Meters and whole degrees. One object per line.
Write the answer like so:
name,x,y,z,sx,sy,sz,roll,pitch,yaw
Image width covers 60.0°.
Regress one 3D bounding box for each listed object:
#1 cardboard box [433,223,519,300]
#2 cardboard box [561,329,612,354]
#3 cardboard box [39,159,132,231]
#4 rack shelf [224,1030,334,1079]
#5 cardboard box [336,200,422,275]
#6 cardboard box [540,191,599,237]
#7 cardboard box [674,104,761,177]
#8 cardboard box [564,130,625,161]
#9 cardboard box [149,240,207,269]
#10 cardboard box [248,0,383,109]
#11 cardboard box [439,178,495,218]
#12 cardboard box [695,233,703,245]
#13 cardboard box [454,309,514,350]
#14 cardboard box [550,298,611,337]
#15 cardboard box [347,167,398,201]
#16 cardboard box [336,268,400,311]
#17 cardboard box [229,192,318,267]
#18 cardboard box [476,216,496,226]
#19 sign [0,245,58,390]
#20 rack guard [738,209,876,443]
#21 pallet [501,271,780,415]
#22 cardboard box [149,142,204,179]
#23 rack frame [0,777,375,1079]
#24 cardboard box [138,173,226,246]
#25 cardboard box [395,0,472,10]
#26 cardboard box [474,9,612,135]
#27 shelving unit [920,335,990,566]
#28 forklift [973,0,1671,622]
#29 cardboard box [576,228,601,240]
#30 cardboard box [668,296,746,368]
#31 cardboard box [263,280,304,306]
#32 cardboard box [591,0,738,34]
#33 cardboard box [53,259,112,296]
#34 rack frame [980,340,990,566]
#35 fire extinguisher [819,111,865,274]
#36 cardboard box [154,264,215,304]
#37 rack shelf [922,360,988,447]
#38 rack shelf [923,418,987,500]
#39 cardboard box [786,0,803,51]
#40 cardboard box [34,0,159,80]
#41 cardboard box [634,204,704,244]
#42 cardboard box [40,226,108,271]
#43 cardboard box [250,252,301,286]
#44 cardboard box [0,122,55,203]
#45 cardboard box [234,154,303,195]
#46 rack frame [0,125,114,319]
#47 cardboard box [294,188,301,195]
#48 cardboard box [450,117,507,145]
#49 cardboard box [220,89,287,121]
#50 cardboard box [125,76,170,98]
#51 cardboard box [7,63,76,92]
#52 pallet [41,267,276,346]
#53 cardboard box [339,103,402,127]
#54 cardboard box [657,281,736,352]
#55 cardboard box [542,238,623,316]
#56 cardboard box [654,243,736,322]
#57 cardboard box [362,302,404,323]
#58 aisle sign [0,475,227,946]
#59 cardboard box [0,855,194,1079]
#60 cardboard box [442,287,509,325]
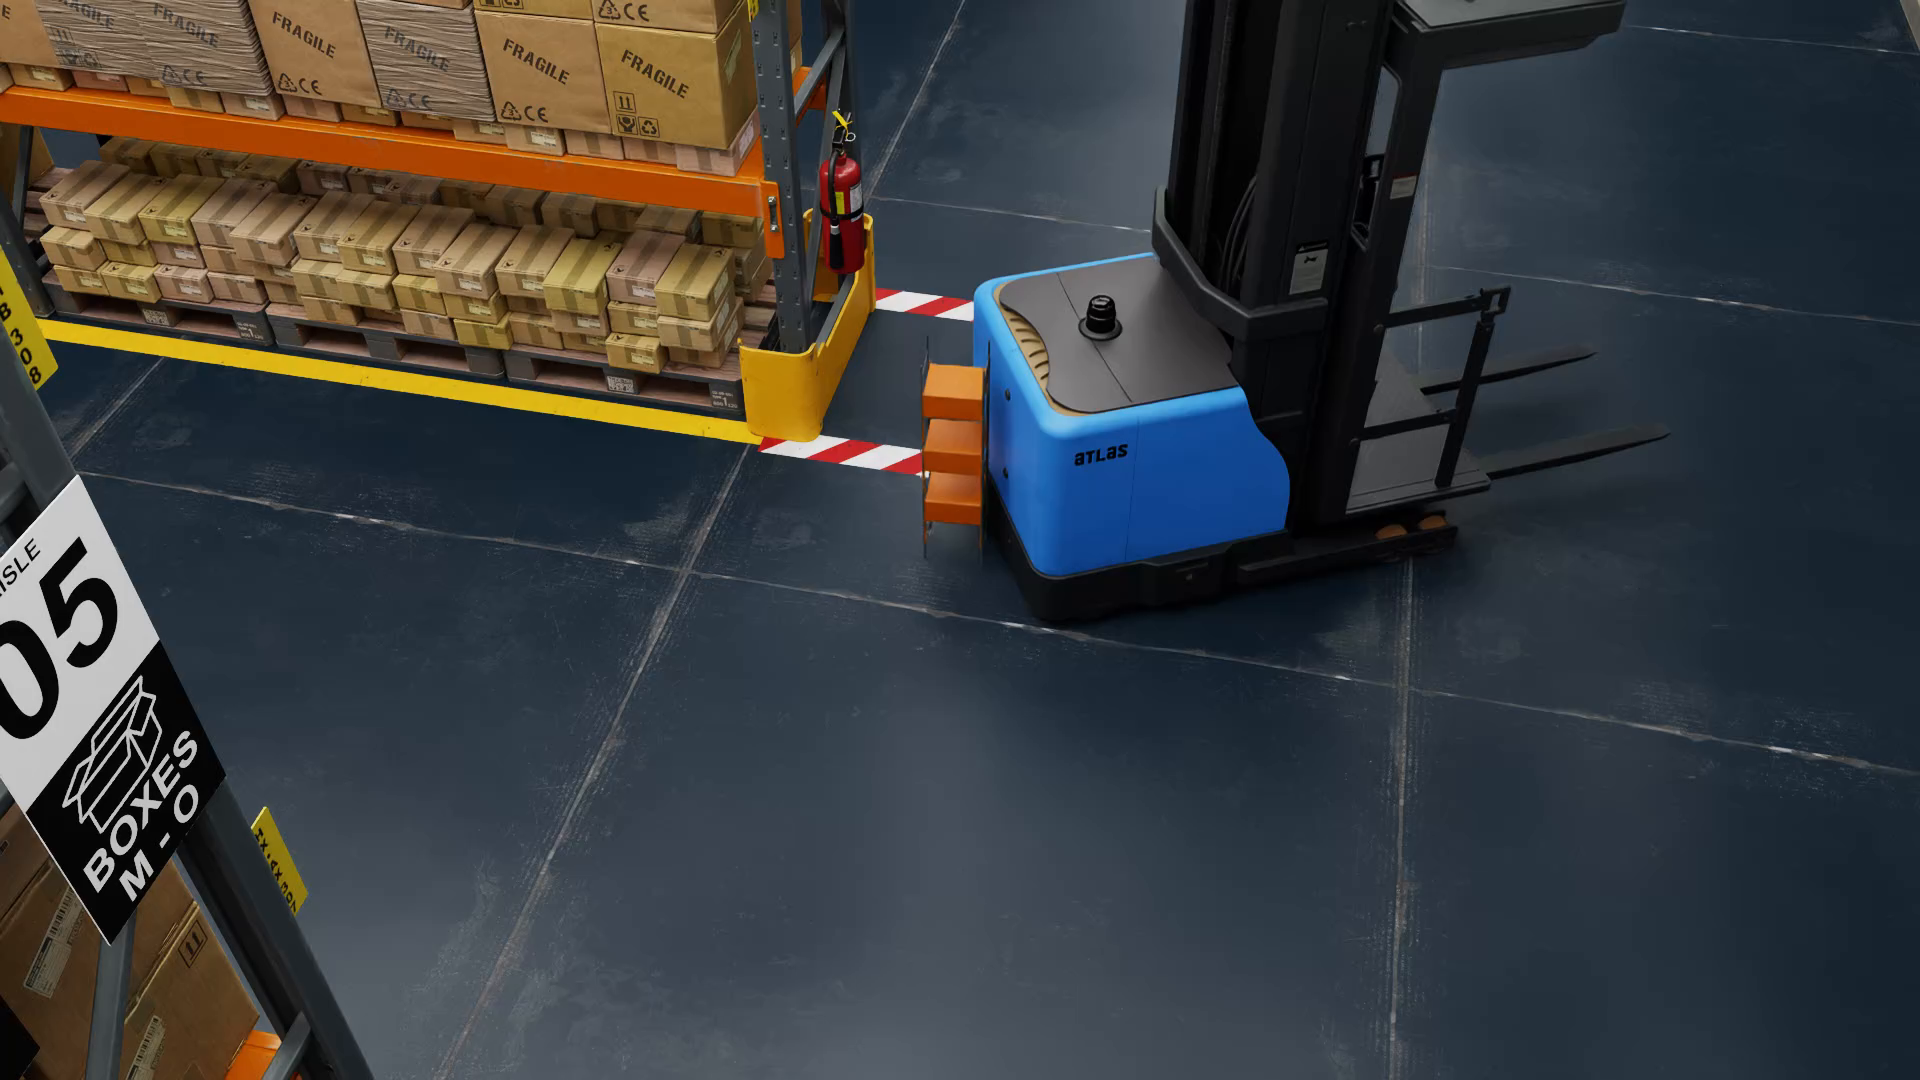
cardboard box,-2.233,-1.295,7.716,0.250,0.149,0.380,10,45,11
cardboard box,-1.706,-1.064,7.905,0.250,0.149,0.380,9,45,9
cardboard box,-4.247,-1.684,8.121,0.250,0.149,0.380,11,45,11
rack shelf,-3.568,1.389,4.122,4.000,0.370,1.077,9,45,9
cardboard box,-2.728,-1.430,7.857,0.250,0.149,0.380,9,45,9
cardboard box,-1.845,-1.647,8.082,0.250,0.149,0.380,7,44,7
cardboard box,-1.014,-1.700,6.994,0.250,0.149,0.380,9,45,9
cardboard box,-1.497,-1.791,7.089,0.250,0.149,0.380,8,45,9
cardboard box,-3.742,-1.508,8.152,0.250,0.149,0.380,9,45,9
cardboard box,-2.612,-2.204,7.050,0.500,0.500,0.500,11,45,11
cardboard box,-2.360,-1.766,8.206,0.250,0.149,0.380,9,45,10
cardboard box,-1.345,-1.496,8.140,0.250,0.149,0.380,9,45,9
cardboard box,-2.212,-1.088,7.931,0.250,0.149,0.380,7,44,7
cardboard box,-1.719,-1.128,7.757,0.250,0.149,0.380,7,44,7
cardboard box,-2.845,-1.851,8.294,0.250,0.149,0.380,7,44,8
cardboard box,-2.748,-1.272,7.907,0.250,0.149,0.380,9,45,9
cardboard box,-3.244,-1.479,7.908,0.250,0.149,0.380,10,45,10
cardboard box,-2.383,-1.575,8.222,0.250,0.149,0.380,11,45,11
sign,-1.490,-0.366,2.577,0.005,0.325,0.100,9,45,9
rack guard,-0.709,-1.043,7.933,0.348,0.500,1.175,9,45,9
pallet,-1.494,-1.086,8.186,1.213,0.211,1.003,9,45,9
cardboard box,-3.876,-1.987,8.435,0.250,0.149,0.380,9,45,10
rack frame,-1.617,1.433,3.558,0.127,3.000,1.000,9,45,9
cardboard box,-3.734,-1.597,8.030,0.250,0.149,0.380,8,45,8
cardboard box,-2.139,-2.486,6.622,0.500,0.500,0.500,11,45,11
cardboard box,-1.631,-2.051,6.891,0.500,0.500,0.500,8,45,8
shelving unit,-0.018,-0.347,6.813,0.252,1.050,0.215,5,44,5
forklift,1.617,-1.302,6.449,3.031,2.935,1.130,-11,45,-12
cardboard box,-1.829,-1.586,8.233,0.250,0.149,0.380,10,45,10
cardboard box,-1.194,-0.995,7.834,0.250,0.149,0.380,10,45,10
cardboard box,-3.210,-1.325,8.177,0.250,0.149,0.380,7,44,7
cardboard box,-1.135,-2.337,6.467,0.500,0.500,0.500,8,44,8
cardboard box,-4.253,-1.390,8.244,0.250,0.149,0.380,7,44,7
rack frame,0.103,-0.336,6.802,0.008,1.050,0.200,5,44,5
fire extinguisher,-0.489,-1.420,6.847,0.183,0.674,0.296,9,45,9
cardboard box,-3.739,-1.347,8.199,0.250,0.149,0.380,9,45,9
rack shelf,-0.018,-0.543,6.624,0.240,0.259,0.215,5,44,5
rack shelf,-0.018,-0.339,6.820,0.240,0.259,0.215,5,44,5
cardboard box,-1.012,-2.330,7.182,0.500,0.500,0.500,11,45,11
cardboard box,-3.625,-2.366,7.218,0.500,0.500,0.500,9,45,9
cardboard box,-1.367,-1.540,7.971,0.250,0.149,0.380,10,45,10
cardboard box,-4.254,-1.498,8.142,0.250,0.149,0.380,11,45,11
cardboard box,-3.216,-1.407,8.048,0.250,0.149,0.380,11,45,11
cardboard box,-5.201,-2.080,8.708,0.500,0.500,0.500,10,45,11
cardboard box,-3.395,-1.862,8.305,0.250,0.149,0.380,10,45,10
rack frame,-4.538,-2.538,7.684,0.127,3.000,1.000,9,45,9
cardboard box,-3.406,-1.771,8.426,0.250,0.149,0.380,9,45,9
cardboard box,-2.002,-1.873,7.174,0.250,0.149,0.380,7,44,7
cardboard box,-3.037,-2.017,7.323,0.250,0.149,0.380,11,45,11
cardboard box,-3.529,-2.144,7.456,0.250,0.149,0.380,7,44,7
cardboard box,-4.065,-2.194,7.508,0.250,0.149,0.380,10,45,10
pallet,-3.875,-1.456,8.570,1.213,0.211,1.003,9,45,9
cardboard box,-2.515,-1.984,7.289,0.250,0.149,0.380,10,45,10
cardboard box,-1.212,-1.050,7.677,0.250,0.149,0.380,8,44,8
cardboard box,-1.720,-1.210,7.628,0.250,0.149,0.380,8,44,8
cardboard box,-1.206,-1.179,7.596,0.250,0.149,0.380,9,45,10
cardboard box,-2.705,-1.233,8.080,0.250,0.149,0.380,10,45,10
aisle sign,-1.483,0.311,2.849,0.004,0.787,0.394,9,45,9
cardboard box,-2.023,0.771,3.453,0.500,0.500,0.500,8,44,8
cardboard box,-2.227,-1.198,7.830,0.250,0.149,0.380,9,45,10
